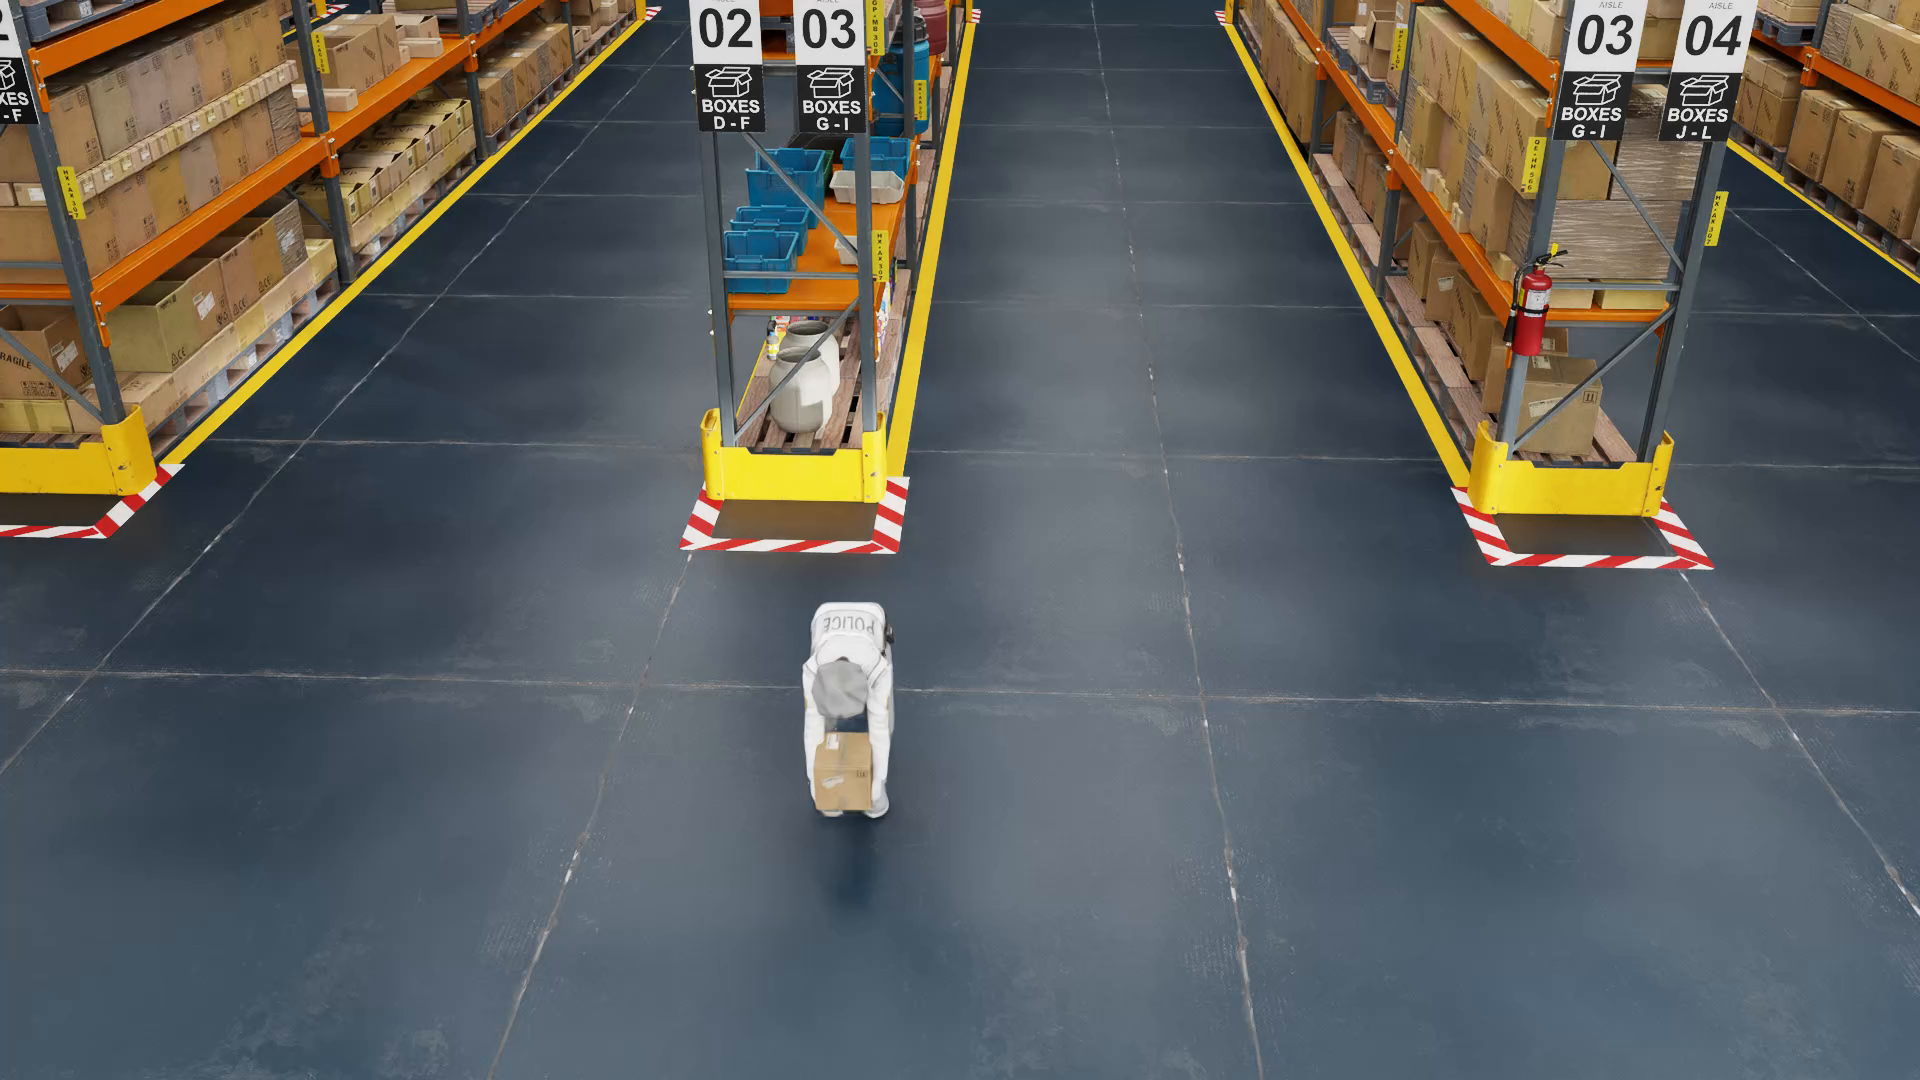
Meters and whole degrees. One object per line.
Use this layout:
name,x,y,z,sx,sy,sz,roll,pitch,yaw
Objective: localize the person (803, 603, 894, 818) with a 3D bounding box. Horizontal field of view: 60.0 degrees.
person,-0.504,0.853,7.623,0.405,1.106,0.926,0,28,0
